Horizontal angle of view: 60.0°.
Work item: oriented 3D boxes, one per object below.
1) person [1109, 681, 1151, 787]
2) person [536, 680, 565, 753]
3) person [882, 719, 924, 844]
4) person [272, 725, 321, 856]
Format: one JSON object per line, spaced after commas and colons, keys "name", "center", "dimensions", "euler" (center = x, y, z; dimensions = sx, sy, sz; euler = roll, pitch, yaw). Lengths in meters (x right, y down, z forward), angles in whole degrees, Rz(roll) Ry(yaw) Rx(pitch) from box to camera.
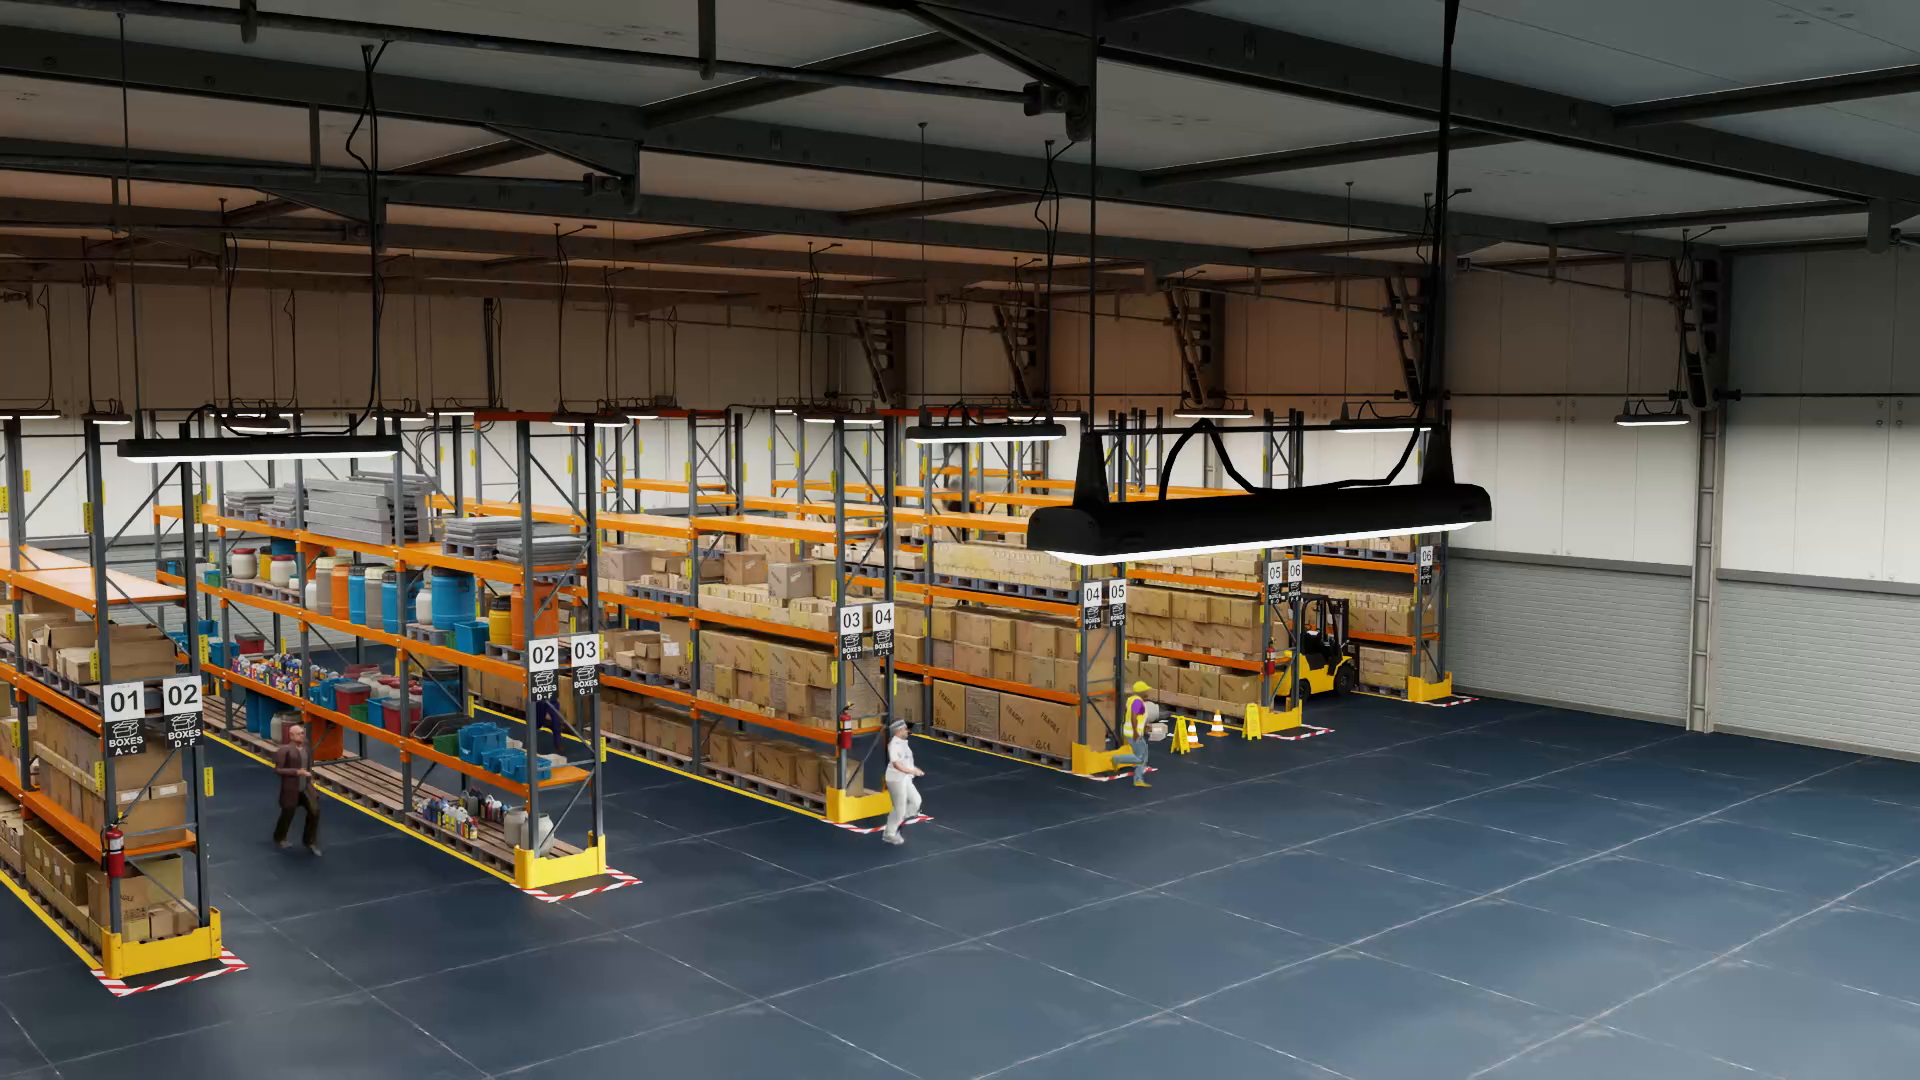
{"name": "person", "center": [2.755, 3.143, 26.813], "dimensions": [0.710, 1.722, 0.734], "euler": [0, 5, -4]}
{"name": "person", "center": [-7.342, 2.899, 29.480], "dimensions": [0.933, 1.652, 0.598], "euler": [4, 7, 41]}
{"name": "person", "center": [-0.793, 3.393, 23.543], "dimensions": [0.618, 1.749, 0.691], "euler": [1, 5, 9]}
{"name": "person", "center": [-9.138, 3.446, 22.850], "dimensions": [0.907, 1.835, 0.640], "euler": [4, 6, 35]}
